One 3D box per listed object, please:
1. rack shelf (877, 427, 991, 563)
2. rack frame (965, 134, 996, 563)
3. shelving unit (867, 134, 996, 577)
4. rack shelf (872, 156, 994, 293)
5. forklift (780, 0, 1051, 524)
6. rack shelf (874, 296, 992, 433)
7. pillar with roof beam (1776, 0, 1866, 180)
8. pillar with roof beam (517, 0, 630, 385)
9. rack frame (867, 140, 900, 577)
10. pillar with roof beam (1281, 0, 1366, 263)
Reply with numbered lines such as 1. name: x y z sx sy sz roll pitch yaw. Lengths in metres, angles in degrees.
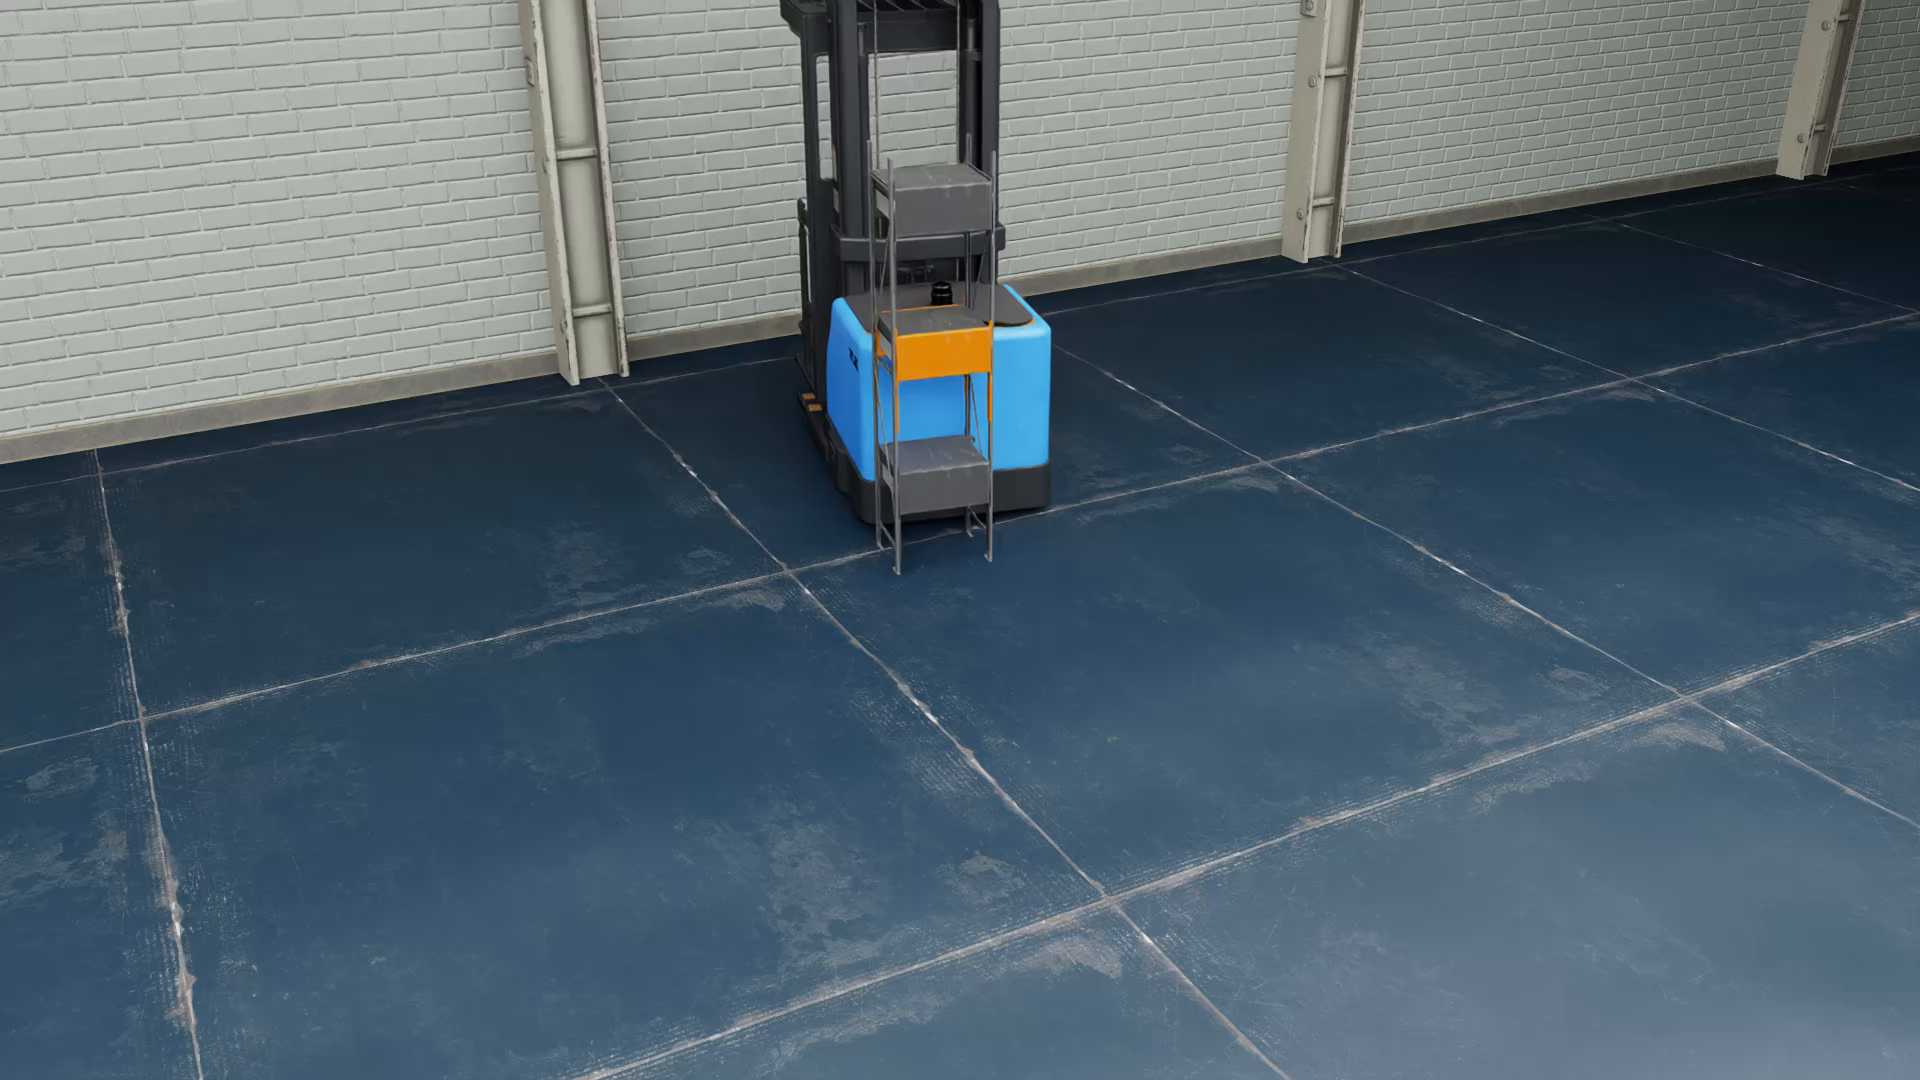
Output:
1. rack shelf: -0.136 -0.235 8.462 0.480 0.518 0.431 -8 27 -16
2. rack frame: 0.096 -0.910 8.220 0.015 2.100 0.400 -8 27 -16
3. shelving unit: -0.136 -0.878 8.153 0.503 2.100 0.431 -8 27 -16
4. rack shelf: -0.136 -1.497 7.856 0.480 0.518 0.431 -8 27 -16
5. forklift: -0.383 -2.019 9.568 1.130 2.935 3.031 -7 26 -13
6. rack shelf: -0.136 -0.866 8.159 0.480 0.518 0.431 -8 27 -16
7. pillar with roof beam: 10.181 -5.965 10.776 0.400 9.000 9.100 -13 29 -25
8. pillar with roof beam: -0.407 -3.521 5.686 0.400 9.000 9.100 -13 29 -25
9. rack frame: -0.369 -0.846 8.086 0.015 2.100 0.400 -8 27 -16
10. pillar with roof beam: 4.887 -4.743 8.231 0.400 9.000 9.100 -13 29 -25
